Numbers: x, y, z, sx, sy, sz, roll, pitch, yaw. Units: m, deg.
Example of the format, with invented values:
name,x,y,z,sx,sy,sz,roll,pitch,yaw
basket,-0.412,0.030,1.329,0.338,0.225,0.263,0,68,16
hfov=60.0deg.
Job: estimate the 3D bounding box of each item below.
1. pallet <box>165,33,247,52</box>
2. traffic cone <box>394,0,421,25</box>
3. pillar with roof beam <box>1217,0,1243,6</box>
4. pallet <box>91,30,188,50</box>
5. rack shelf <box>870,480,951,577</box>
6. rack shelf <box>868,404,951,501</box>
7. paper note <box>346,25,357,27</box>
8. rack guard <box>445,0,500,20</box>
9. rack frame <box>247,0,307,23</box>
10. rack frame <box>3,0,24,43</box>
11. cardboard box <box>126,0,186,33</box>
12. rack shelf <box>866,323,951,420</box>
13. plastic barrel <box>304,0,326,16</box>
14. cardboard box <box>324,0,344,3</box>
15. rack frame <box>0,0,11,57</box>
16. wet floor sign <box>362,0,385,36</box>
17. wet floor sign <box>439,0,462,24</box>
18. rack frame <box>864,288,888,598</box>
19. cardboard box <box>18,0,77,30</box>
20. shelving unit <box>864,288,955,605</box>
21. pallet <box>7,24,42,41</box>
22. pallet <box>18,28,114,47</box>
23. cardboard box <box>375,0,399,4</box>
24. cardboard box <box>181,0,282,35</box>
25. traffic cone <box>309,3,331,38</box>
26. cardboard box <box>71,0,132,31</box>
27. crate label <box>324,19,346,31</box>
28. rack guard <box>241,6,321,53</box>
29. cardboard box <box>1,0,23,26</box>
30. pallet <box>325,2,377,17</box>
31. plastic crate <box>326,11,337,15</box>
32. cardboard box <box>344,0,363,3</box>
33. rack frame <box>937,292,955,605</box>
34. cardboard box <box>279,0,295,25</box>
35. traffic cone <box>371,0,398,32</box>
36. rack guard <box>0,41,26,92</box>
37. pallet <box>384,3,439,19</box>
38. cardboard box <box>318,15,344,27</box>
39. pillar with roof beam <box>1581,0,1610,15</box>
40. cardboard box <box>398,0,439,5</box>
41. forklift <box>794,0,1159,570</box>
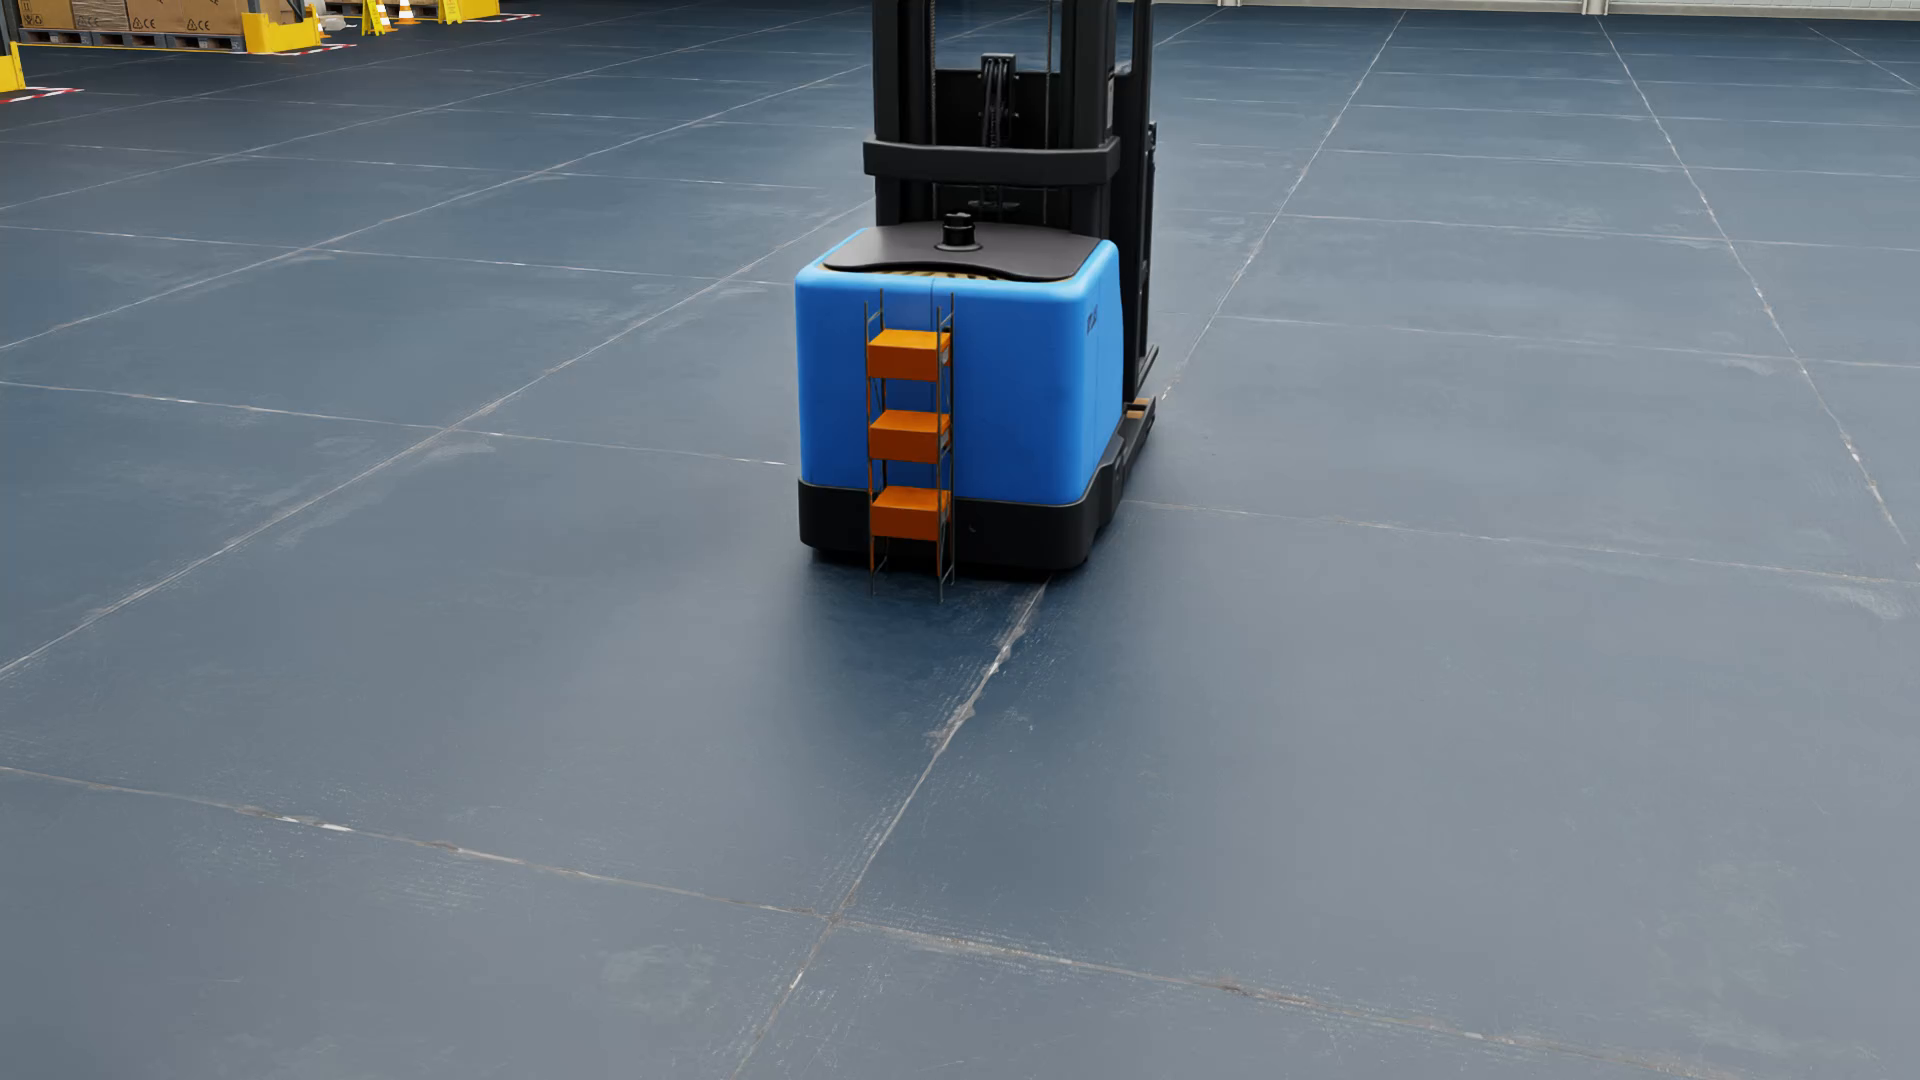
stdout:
name,x,y,z,sx,sy,sz,roll,pitch,yaw
pallet,-9.920,-6.790,22.545,1.213,0.211,1.003,7,23,15
traffic cone,-8.583,-8.235,25.737,0.334,0.463,0.336,7,23,16
pillar with roof beam,3.470,-11.934,23.506,0.400,9.000,9.100,7,23,16
pallet,-11.084,-6.924,22.873,1.213,0.211,1.003,7,23,15
rack shelf,-0.165,-0.042,5.750,0.240,0.259,0.215,5,23,12
rack shelf,-0.165,-0.299,5.644,0.240,0.259,0.215,5,23,12
paper note,-9.279,-7.837,25.336,0.142,0.019,0.148,-1,22,-3
rack guard,-7.871,-8.682,26.778,0.348,0.500,1.175,7,23,16
rack frame,-9.132,-8.021,21.872,0.127,3.000,1.000,7,23,16
rack frame,-12.961,-8.459,22.940,0.127,3.000,1.000,7,23,16
cardboard box,-10.643,-7.378,22.551,0.875,0.875,0.875,6,23,15
rack shelf,-0.165,-0.562,5.536,0.240,0.259,0.215,5,23,12
plastic barrel,-10.213,-8.315,25.983,0.512,0.421,0.421,-14,26,-30
cardboard box,-10.118,-8.917,27.125,0.500,0.250,0.500,6,23,15
rack frame,-10.661,-6.230,17.505,0.127,3.000,1.000,7,23,16
wet floor sign,-8.532,-7.648,24.064,0.232,0.644,0.267,3,22,6
wet floor sign,-7.926,-8.332,25.731,0.232,0.644,0.267,16,27,34
rack frame,-0.284,-0.320,5.666,0.008,1.050,0.200,5,23,12
cardboard box,-12.379,-7.576,23.034,0.875,0.875,0.875,7,23,16
shelving unit,-0.165,-0.309,5.640,0.252,1.050,0.215,5,23,12
pallet,-13.722,-7.226,23.609,1.213,0.211,1.003,7,23,16
pallet,-12.256,-7.057,23.197,1.213,0.211,1.003,7,23,15
cardboard box,-9.144,-8.803,26.848,0.500,0.250,0.500,7,23,16
cardboard box,-9.800,-7.283,22.318,0.875,0.875,0.875,7,23,16
traffic cone,-9.230,-7.421,23.753,0.334,0.463,0.336,7,23,16
cardboard box,-11.515,-7.479,22.796,0.875,0.875,0.875,7,23,16
crate label,-9.349,-7.708,24.880,0.298,0.136,0.250,-5,23,-12
rack guard,-9.109,-6.862,22.339,0.348,0.500,1.175,7,23,16
cardboard box,-13.581,-7.648,23.374,0.750,0.750,1.050,6,23,15
pallet,-9.803,-8.785,27.409,1.213,0.211,1.003,7,23,16
plastic crate,-10.362,-8.448,26.760,0.583,0.080,0.402,-1,22,-3
cardboard box,-9.646,-8.858,26.983,0.500,0.250,0.500,6,23,14
rack frame,-0.046,-0.298,5.614,0.008,1.050,0.200,5,23,12
cardboard box,-10.211,-7.948,24.984,0.637,0.503,0.797,-9,24,-21
traffic cone,-8.578,-7.795,24.663,0.334,0.463,0.336,7,23,16
rack guard,-10.734,-5.082,18.000,0.348,0.500,1.175,7,23,16
pallet,-8.639,-8.651,27.081,1.213,0.211,1.003,7,23,16
cardboard box,-9.636,-7.921,25.385,0.380,0.149,0.250,-20,29,-39
pillar with roof beam,9.215,-11.276,21.903,0.400,9.000,9.100,7,23,16
cardboard box,-8.673,-8.746,26.709,0.500,0.250,0.500,6,23,15
forklift,0.256,-1.780,6.748,1.130,2.935,3.031,5,23,12
